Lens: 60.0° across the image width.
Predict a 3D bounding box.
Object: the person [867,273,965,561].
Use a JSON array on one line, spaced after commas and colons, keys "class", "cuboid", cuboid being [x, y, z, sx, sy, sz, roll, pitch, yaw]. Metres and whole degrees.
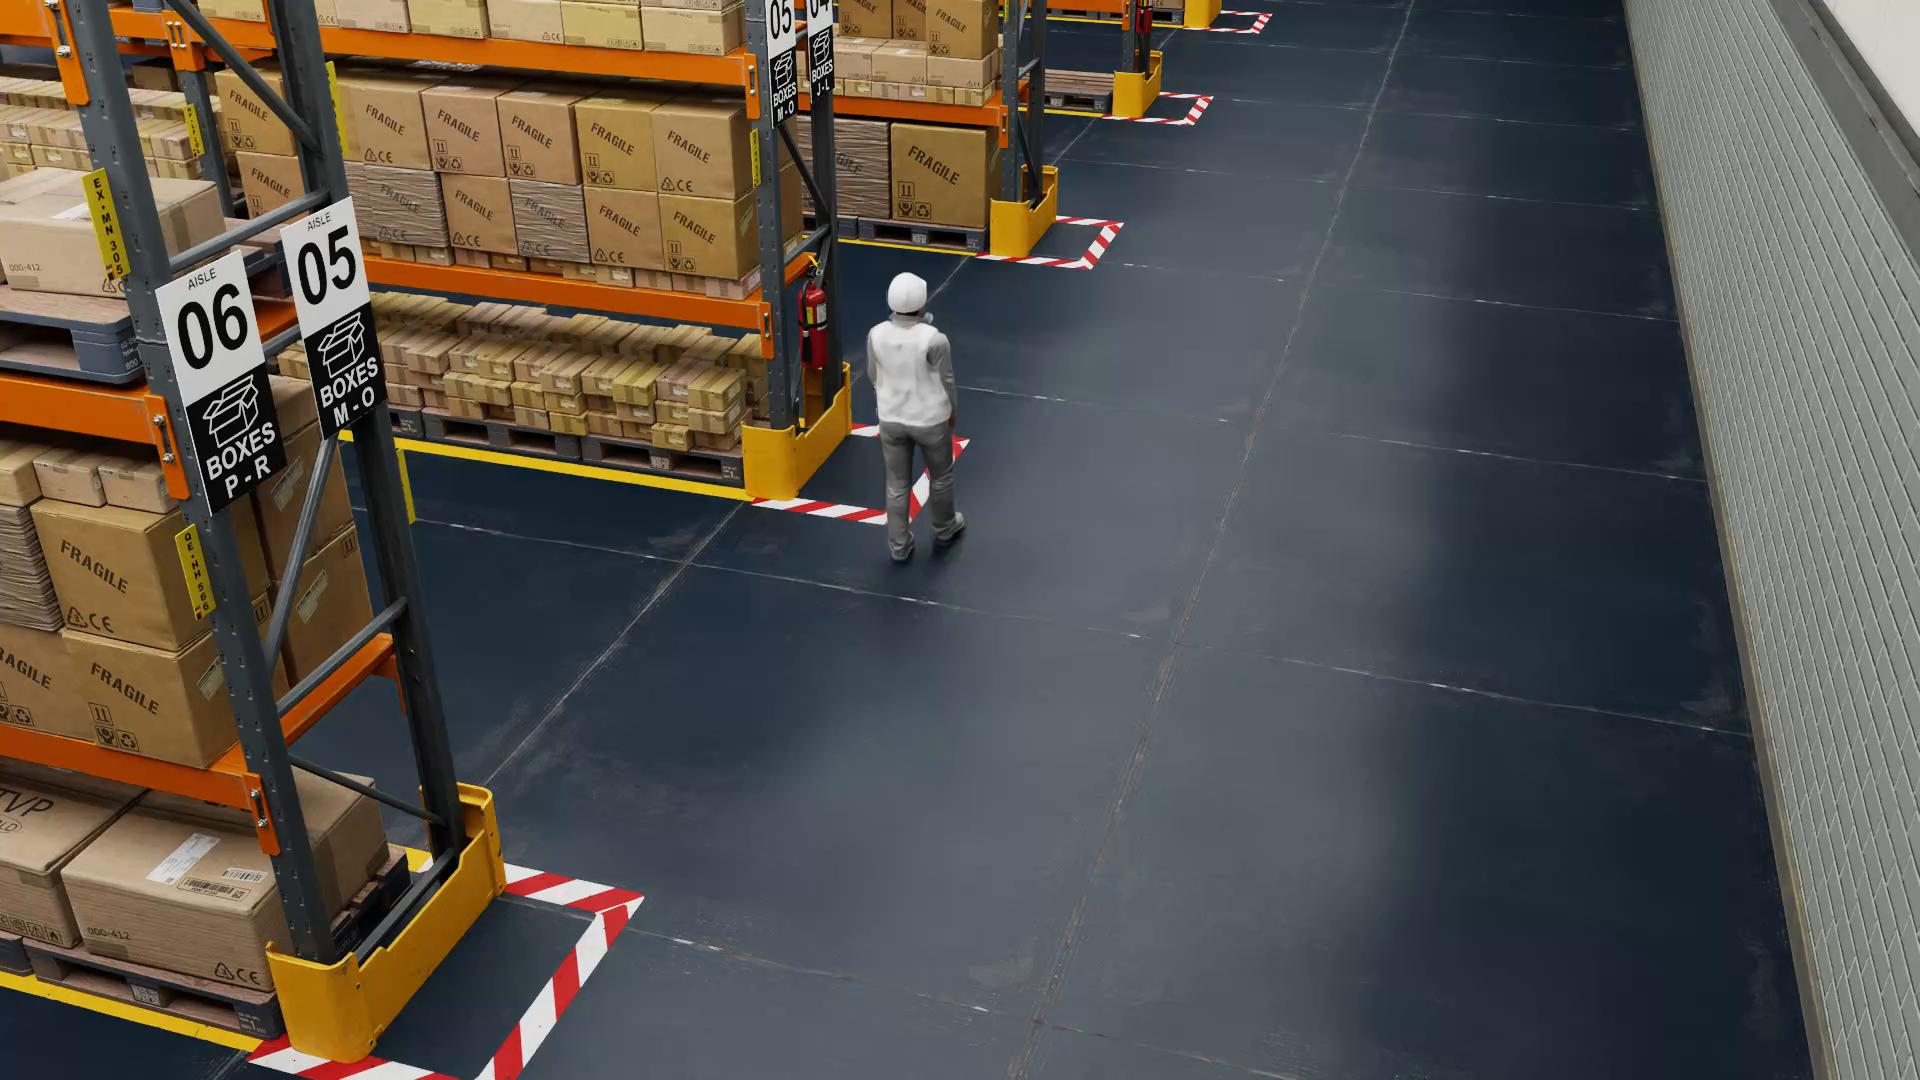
[{"class": "person", "cuboid": [-0.263, -0.772, 9.850, 0.539, 1.768, 0.633, 8, 30, 15]}]
